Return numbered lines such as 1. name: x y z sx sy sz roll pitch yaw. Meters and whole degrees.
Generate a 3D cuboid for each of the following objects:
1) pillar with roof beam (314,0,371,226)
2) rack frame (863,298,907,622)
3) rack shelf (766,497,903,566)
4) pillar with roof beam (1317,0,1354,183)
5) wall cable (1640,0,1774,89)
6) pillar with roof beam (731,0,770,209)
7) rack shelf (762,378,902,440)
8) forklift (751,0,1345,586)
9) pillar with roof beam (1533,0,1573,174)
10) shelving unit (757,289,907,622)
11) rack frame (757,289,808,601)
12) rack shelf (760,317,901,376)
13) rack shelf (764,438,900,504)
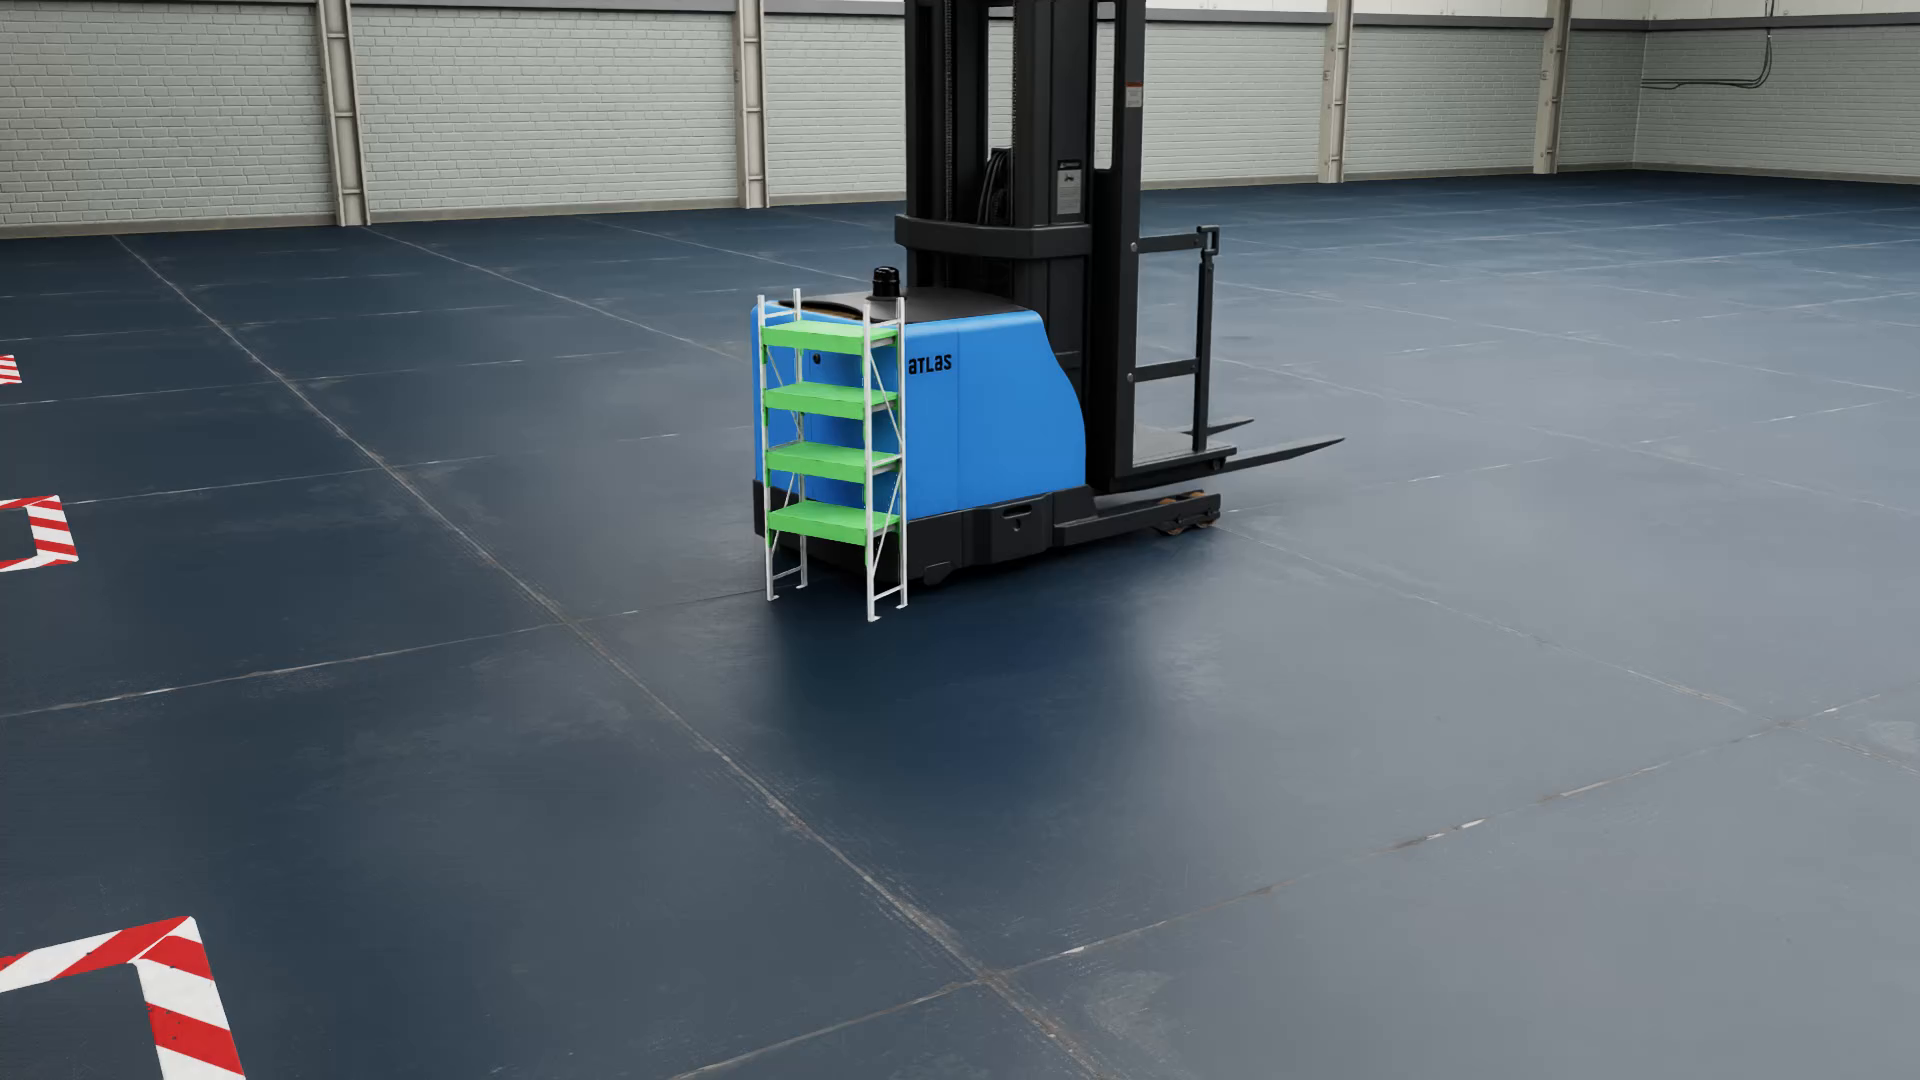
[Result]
1. pillar with roof beam: -6.131 -7.678 18.129 0.400 9.000 9.100 -9 18 -30
2. rack frame: -0.279 -0.295 6.238 0.015 1.200 0.240 10 18 31
3. rack shelf: -0.484 -0.038 6.448 0.480 0.148 0.258 10 18 31
4. pillar with roof beam: 9.298 -10.180 27.055 0.400 9.000 9.100 -9 18 -30
5. wall cable: 15.431 -10.619 34.372 0.112 2.526 3.097 -9 18 -30
6. pillar with roof beam: -0.988 -8.512 21.104 0.400 9.000 9.100 -9 18 -30
7. rack shelf: -0.484 -0.500 6.318 0.480 0.148 0.258 10 18 31
8. forklift: 0.568 -1.531 7.440 3.031 2.935 1.130 -12 20 -37
9. pillar with roof beam: 14.441 -11.014 30.030 0.400 9.000 9.100 -9 18 -30
10. shelving unit: -0.484 -0.330 6.365 0.503 1.200 0.258 10 18 31
11. rack frame: -0.689 -0.366 6.493 0.015 1.200 0.240 10 18 31
12. rack shelf: -0.484 -0.731 6.253 0.480 0.148 0.258 10 18 31
13. rack shelf: -0.484 -0.269 6.383 0.480 0.148 0.258 10 18 31
